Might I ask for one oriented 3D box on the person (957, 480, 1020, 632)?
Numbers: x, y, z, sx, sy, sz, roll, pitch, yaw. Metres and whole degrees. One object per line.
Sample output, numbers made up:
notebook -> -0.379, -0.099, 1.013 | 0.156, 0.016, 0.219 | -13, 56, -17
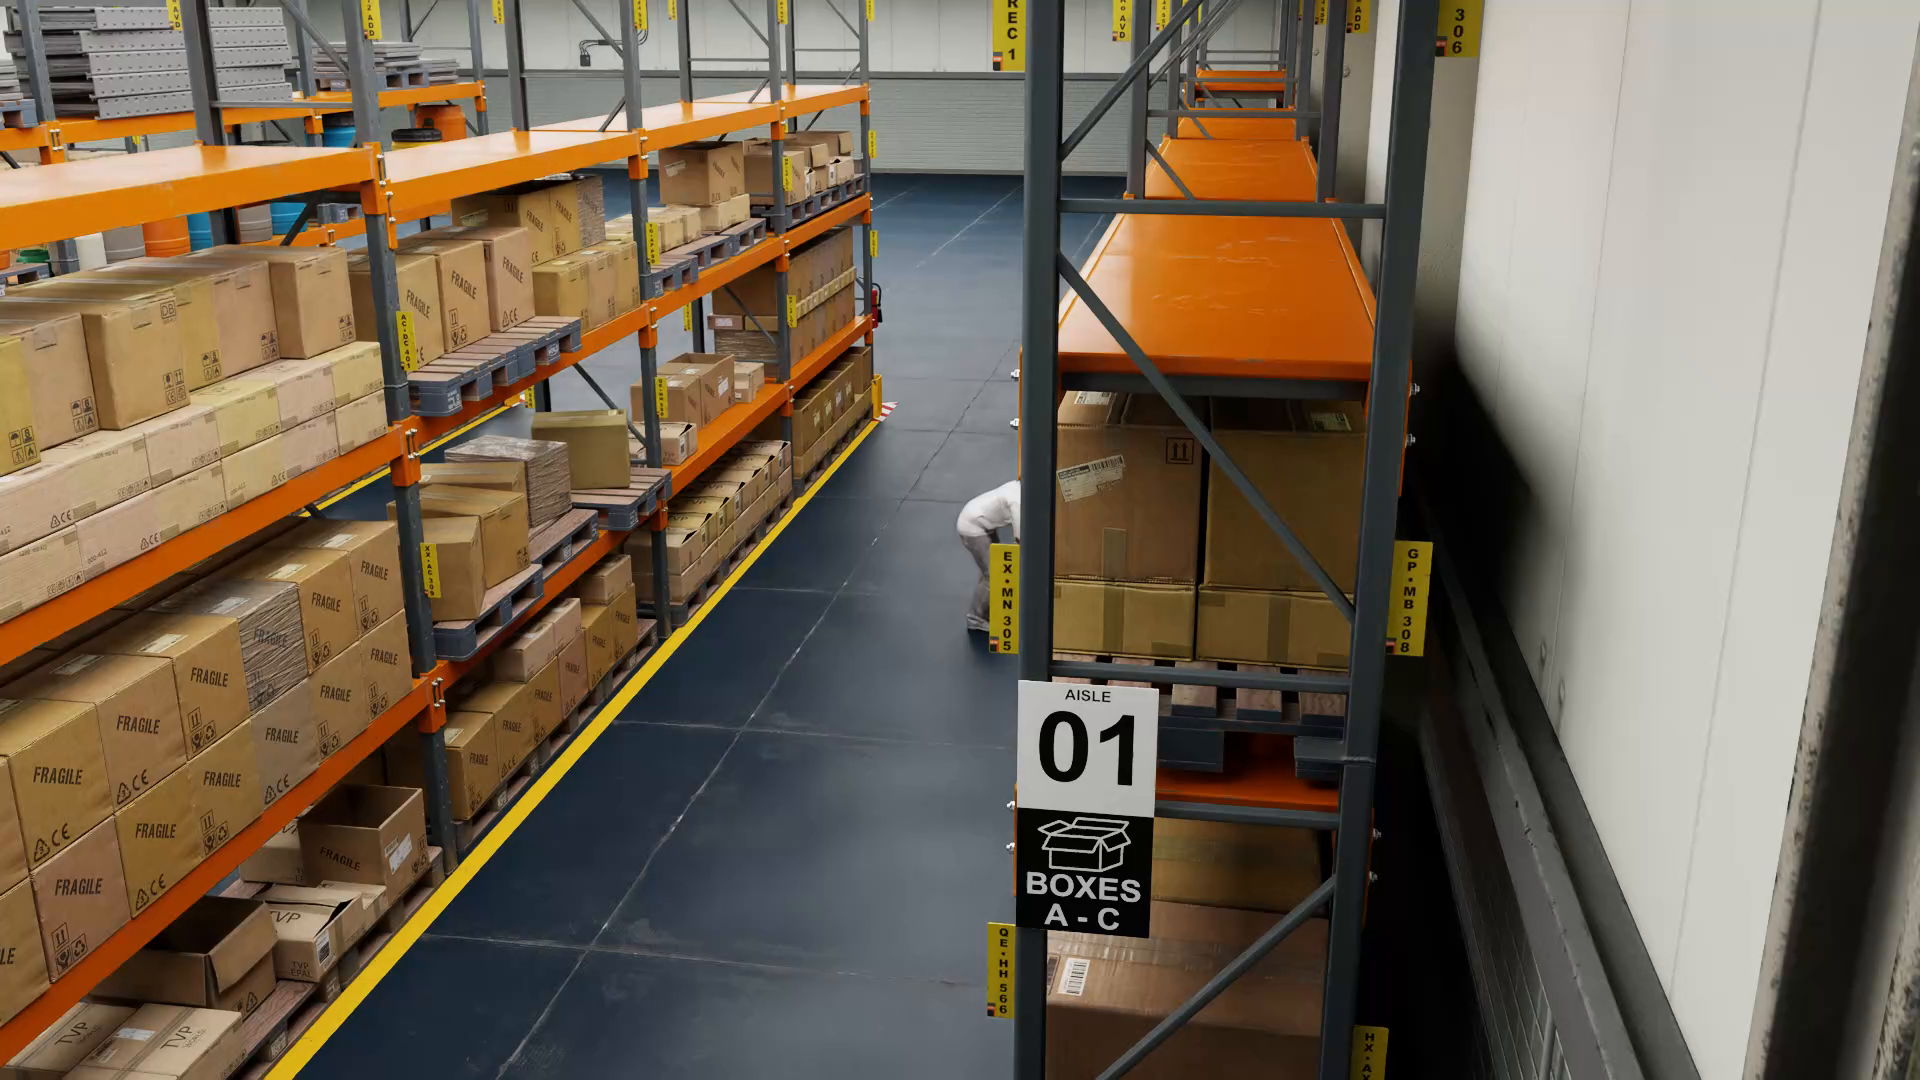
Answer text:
person -> 0.423, 0.066, 13.926 | 0.898, 1.376, 0.490 | 2, 18, 7
